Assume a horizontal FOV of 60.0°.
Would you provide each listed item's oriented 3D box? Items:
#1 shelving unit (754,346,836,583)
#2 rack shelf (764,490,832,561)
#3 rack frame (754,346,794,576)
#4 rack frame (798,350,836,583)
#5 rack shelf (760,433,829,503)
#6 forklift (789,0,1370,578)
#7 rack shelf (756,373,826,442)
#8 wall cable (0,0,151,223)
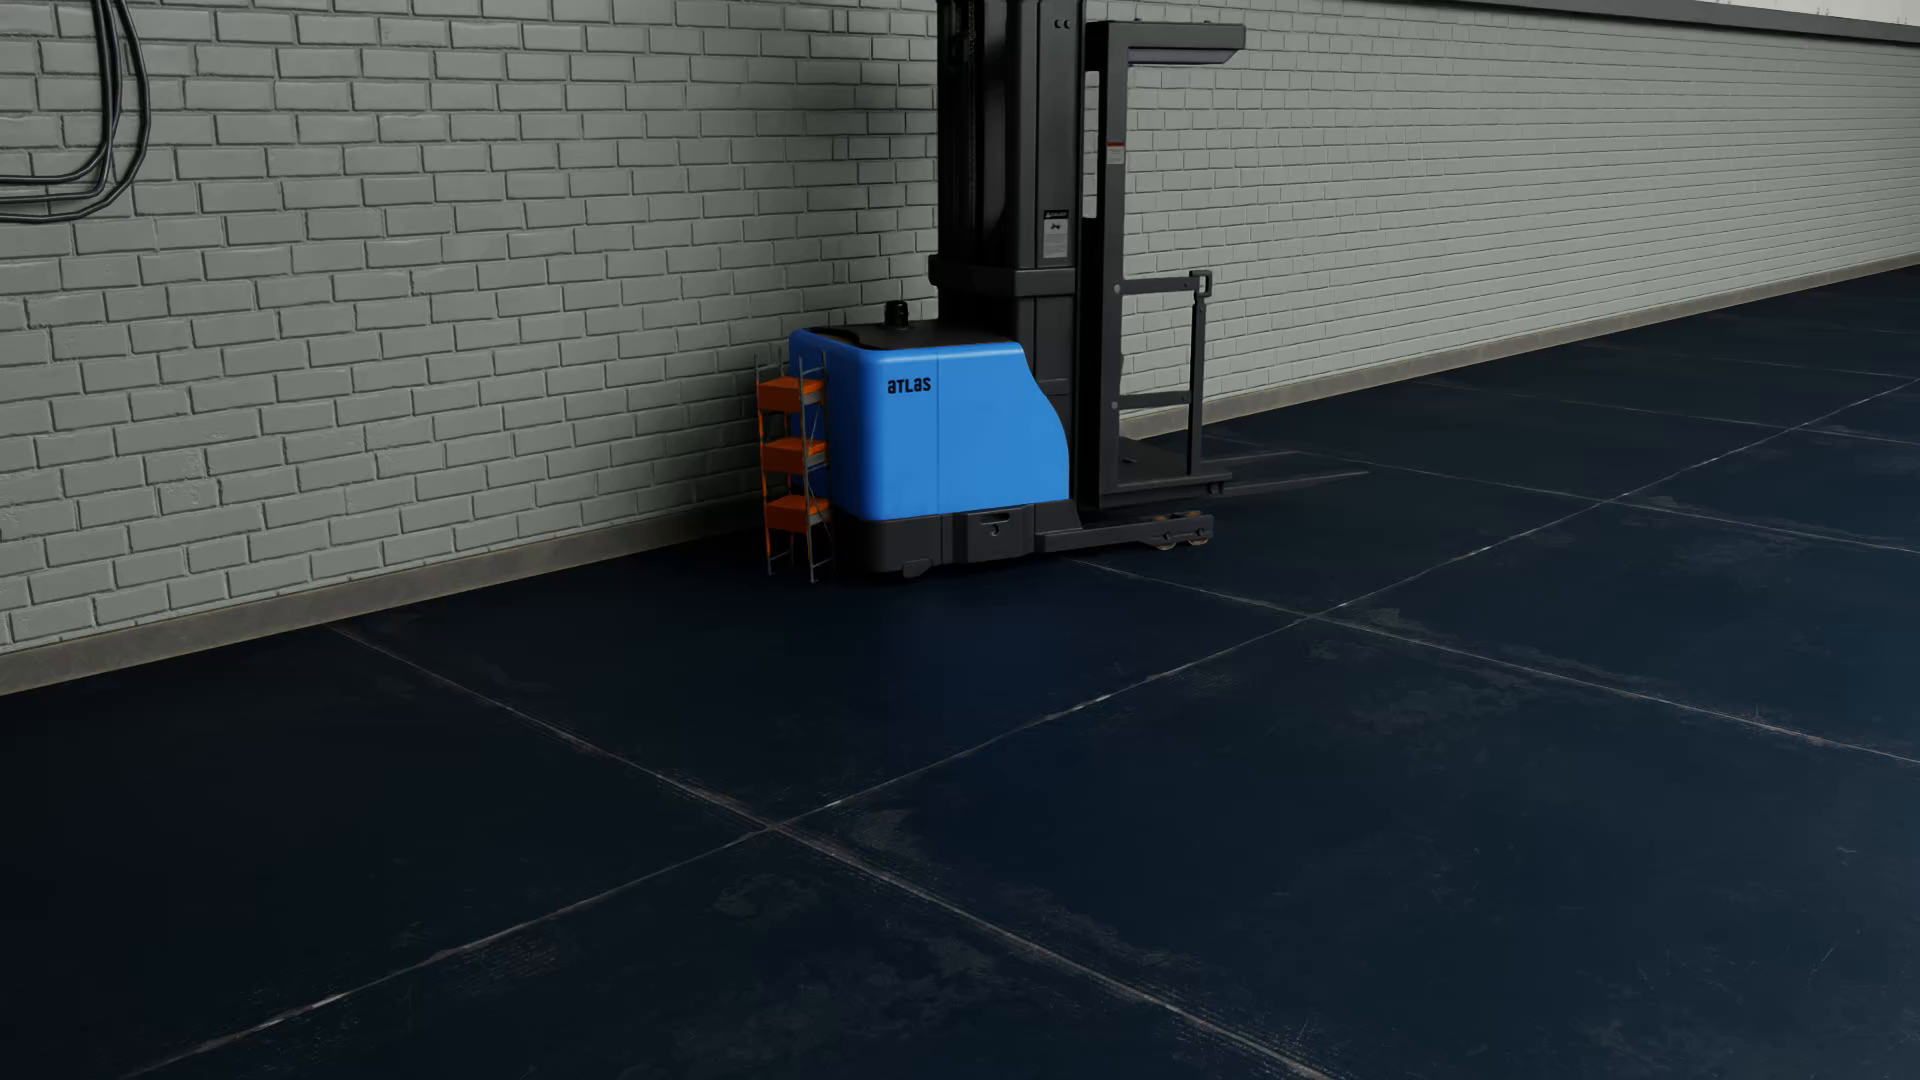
[{"bbox_3d":[-0.754,-0.345,7.642,0.252,1.050,0.215,8,20,30],"label":"shelving unit"},{"bbox_3d":[-0.747,-0.069,7.727,0.240,0.259,0.215,8,20,30],"label":"rack shelf"},{"bbox_3d":[-0.859,-0.360,7.702,0.008,1.050,0.200,8,20,30],"label":"rack frame"},{"bbox_3d":[-0.649,-0.329,7.582,0.008,1.050,0.200,8,20,30],"label":"rack frame"},{"bbox_3d":[-0.754,-0.335,7.645,0.240,0.259,0.215,8,20,30],"label":"rack shelf"},{"bbox_3d":[0.702,-1.478,8.280,3.031,2.935,1.130,-7,16,-25],"label":"forklift"},{"bbox_3d":[-0.761,-0.606,7.562,0.240,0.259,0.215,8,20,30],"label":"rack shelf"},{"bbox_3d":[-4.073,-2.130,4.910,0.112,2.526,3.097,14,20,42],"label":"wall cable"}]
